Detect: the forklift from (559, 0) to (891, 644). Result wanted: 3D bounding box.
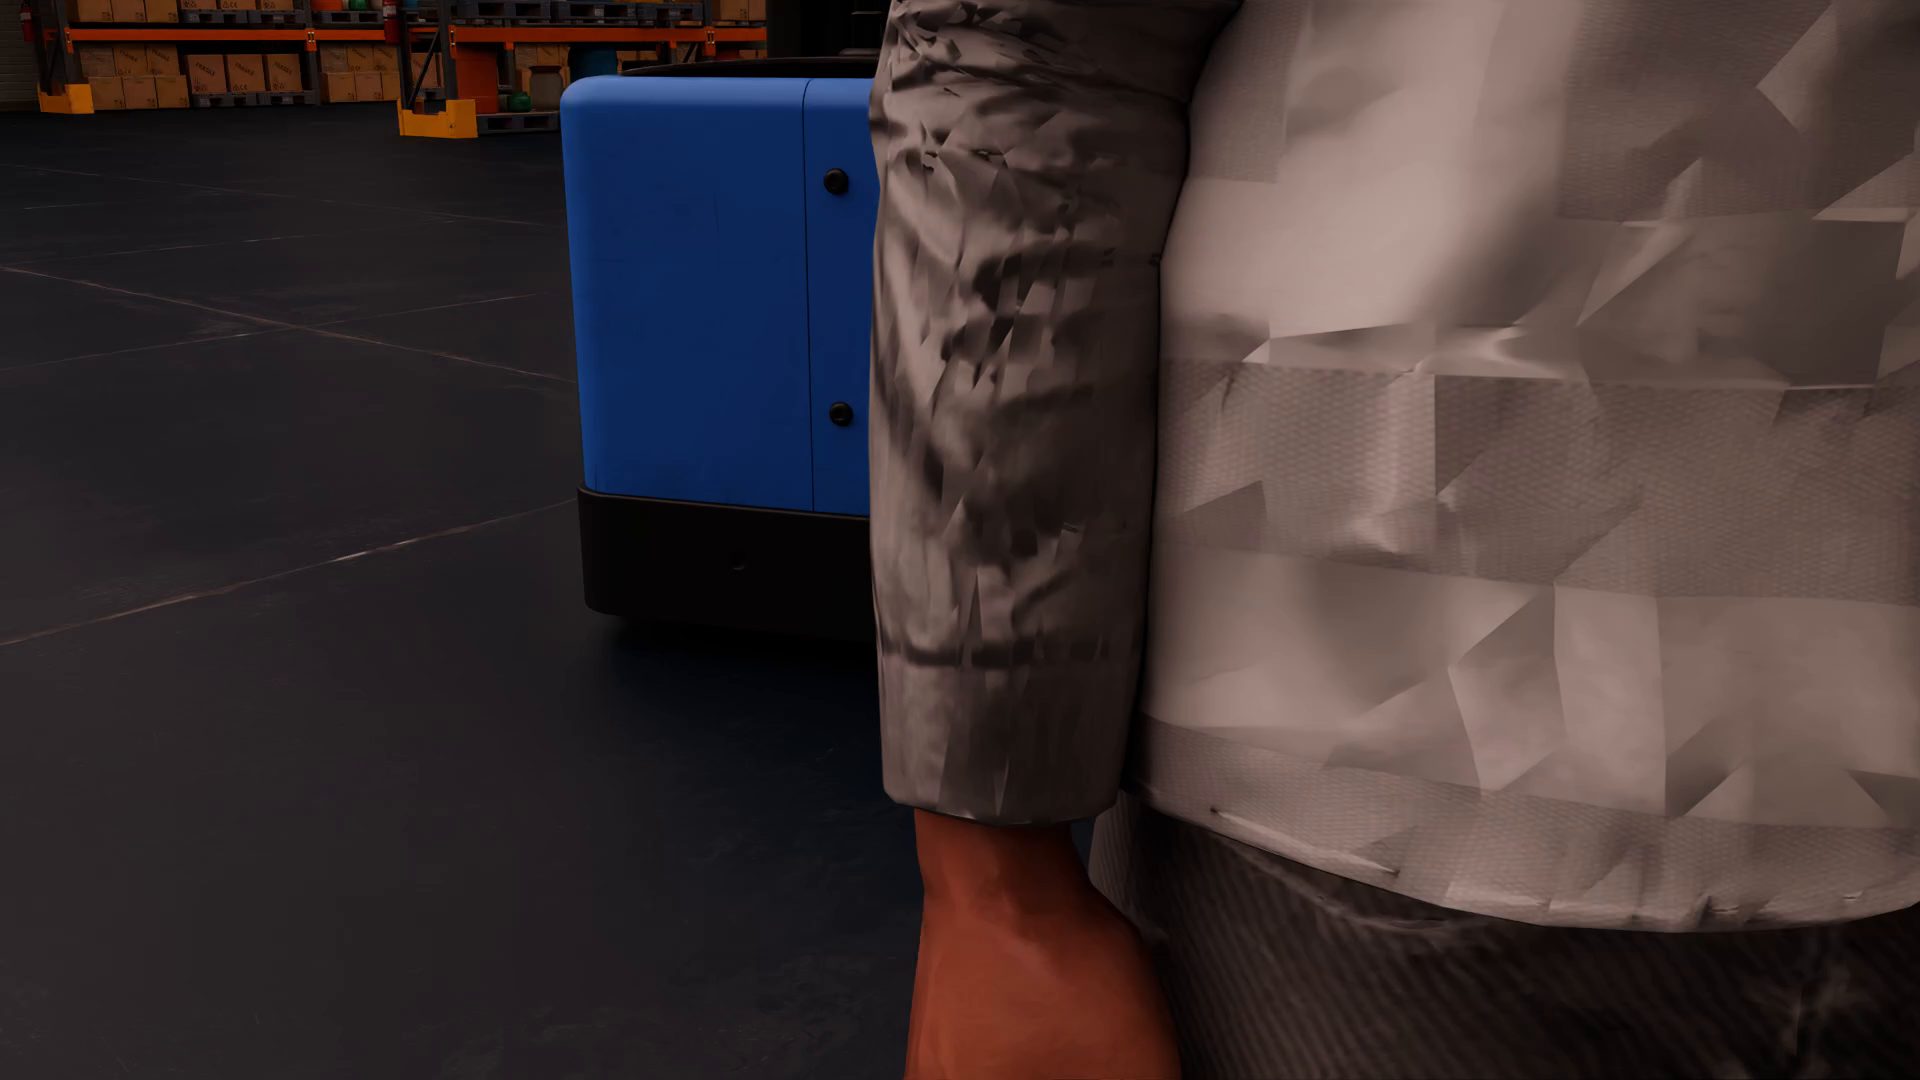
[{"bbox_3d":[0.182,-1.571,4.072,1.130,2.935,3.031,5,18,17],"label":"forklift"}]
